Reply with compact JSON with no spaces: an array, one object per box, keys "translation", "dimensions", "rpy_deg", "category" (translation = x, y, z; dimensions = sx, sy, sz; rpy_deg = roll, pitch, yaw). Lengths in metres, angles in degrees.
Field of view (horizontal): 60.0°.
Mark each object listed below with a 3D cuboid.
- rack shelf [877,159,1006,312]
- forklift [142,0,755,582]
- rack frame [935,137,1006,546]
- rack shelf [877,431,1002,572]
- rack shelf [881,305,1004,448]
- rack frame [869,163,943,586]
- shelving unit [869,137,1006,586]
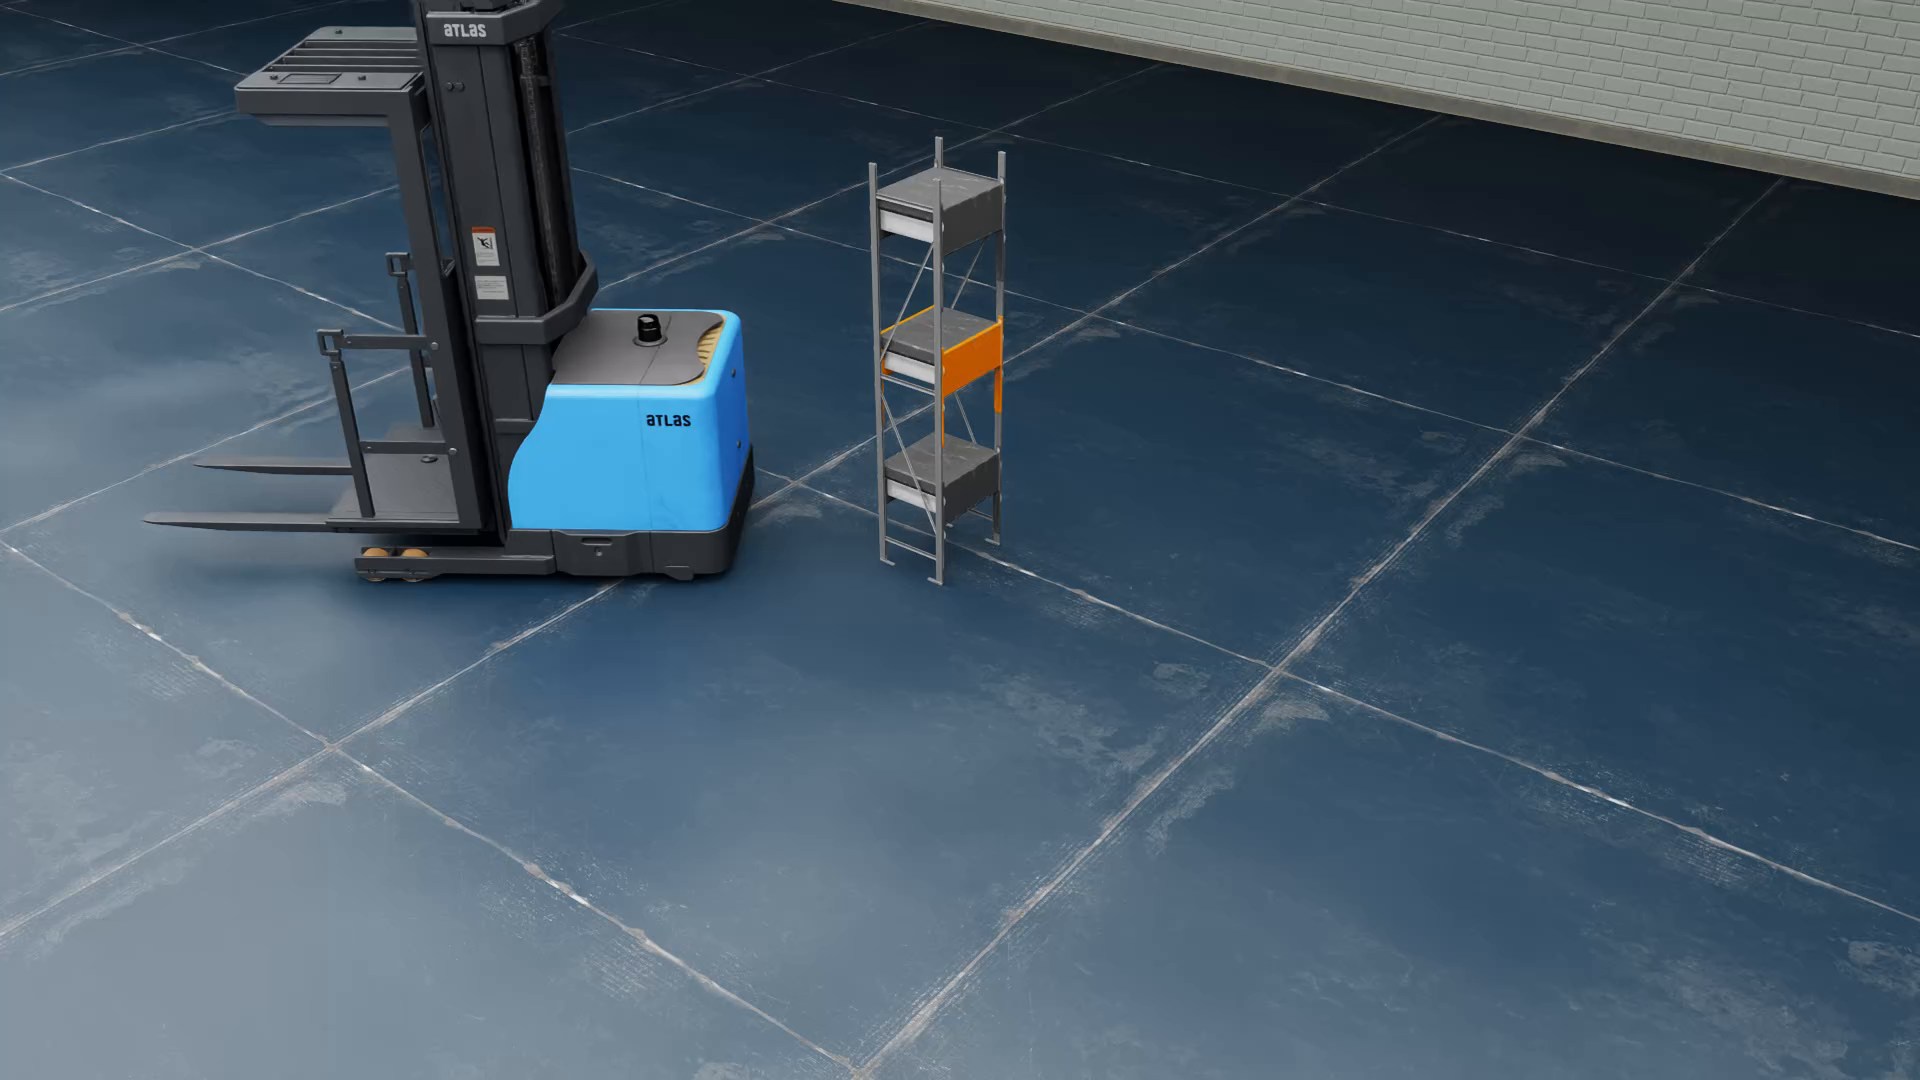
[{"translation":[-0.100,-1.426,7.751],"dimensions":[0.431,0.518,0.480],"rpy_deg":[21,37,31],"category":"rack shelf"},{"translation":[-2.653,-1.317,8.098],"dimensions":[3.031,2.935,1.130],"rpy_deg":[1,31,1],"category":"forklift"},{"translation":[0.047,-0.935,8.269],"dimensions":[0.400,2.100,0.015],"rpy_deg":[21,37,31],"category":"rack frame"},{"translation":[-0.100,-0.222,8.465],"dimensions":[0.431,0.518,0.480],"rpy_deg":[21,37,31],"category":"rack shelf"},{"translation":[-0.100,-0.824,8.108],"dimensions":[0.431,0.518,0.480],"rpy_deg":[21,37,31],"category":"rack shelf"},{"translation":[-0.247,-0.737,7.934],"dimensions":[0.400,2.100,0.015],"rpy_deg":[21,37,31],"category":"rack frame"},{"translation":[-0.100,-0.836,8.101],"dimensions":[0.431,2.100,0.503],"rpy_deg":[21,37,31],"category":"shelving unit"}]
